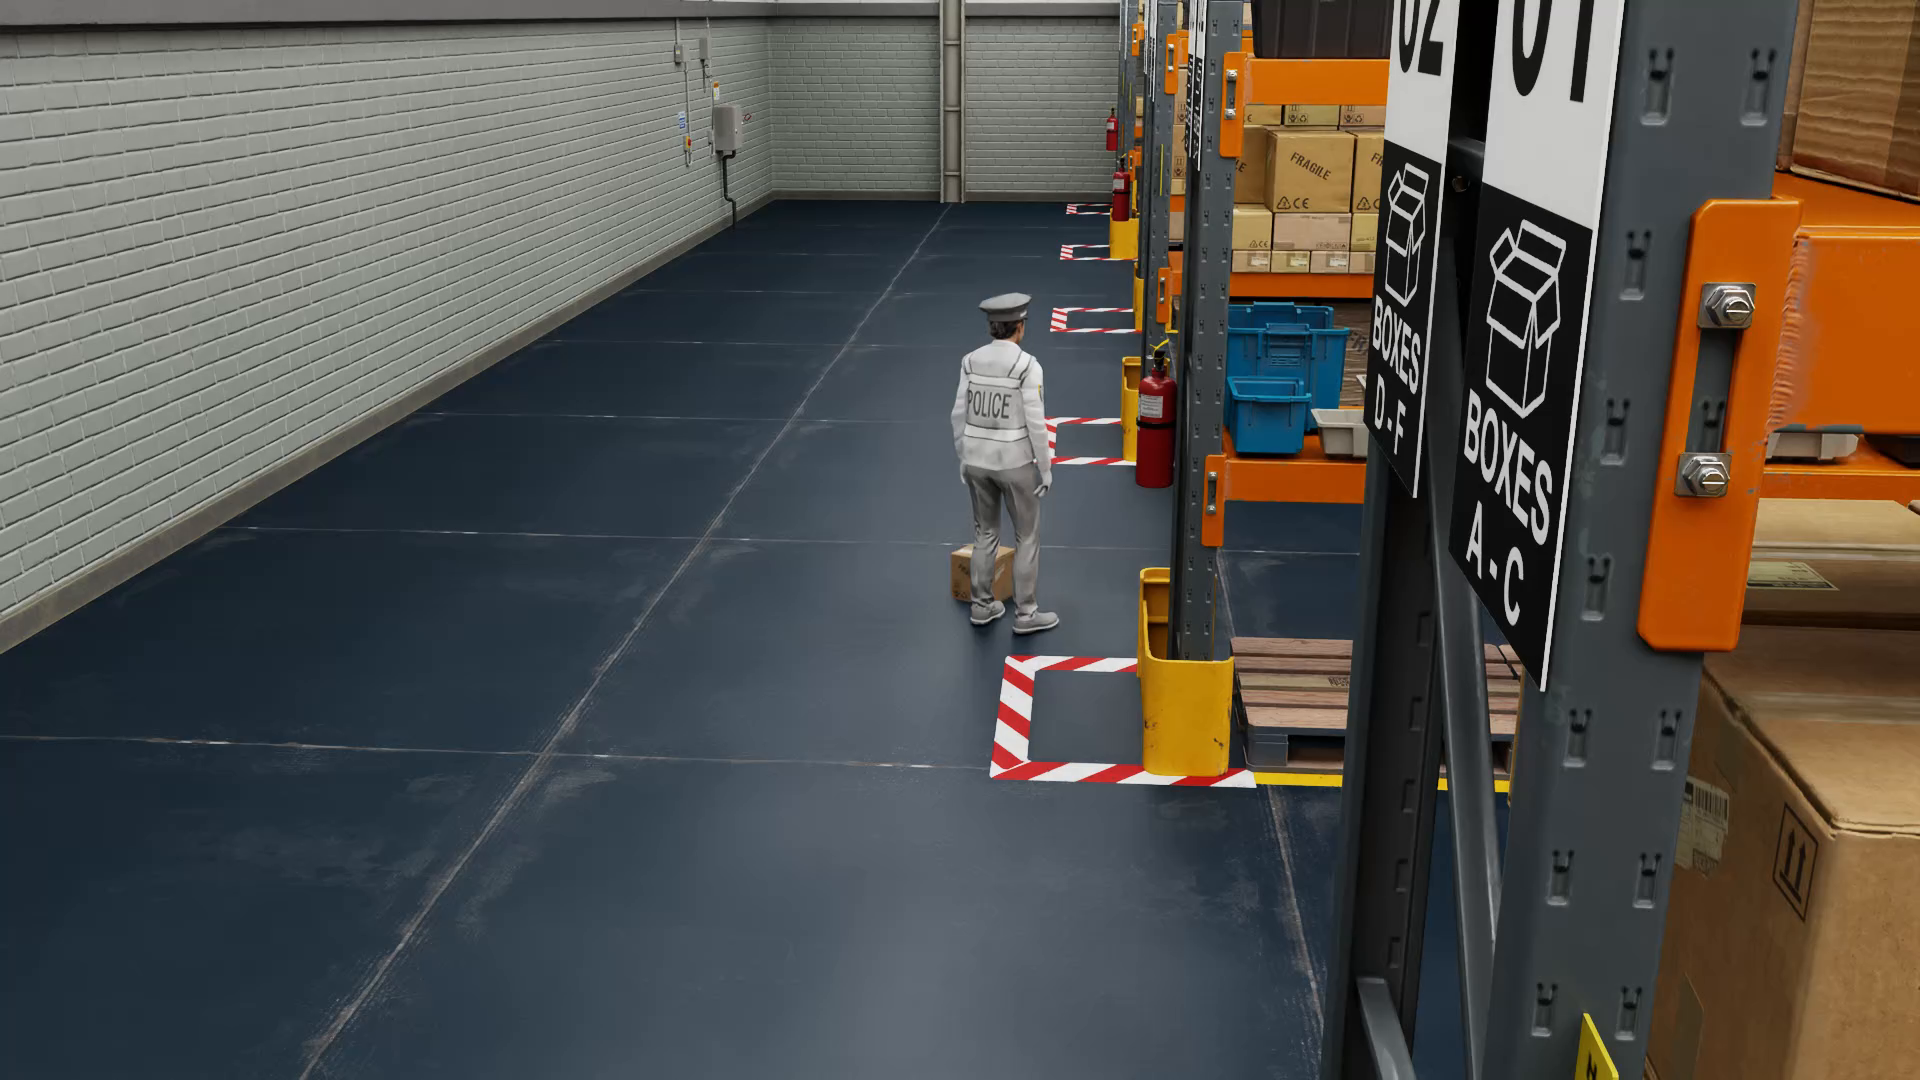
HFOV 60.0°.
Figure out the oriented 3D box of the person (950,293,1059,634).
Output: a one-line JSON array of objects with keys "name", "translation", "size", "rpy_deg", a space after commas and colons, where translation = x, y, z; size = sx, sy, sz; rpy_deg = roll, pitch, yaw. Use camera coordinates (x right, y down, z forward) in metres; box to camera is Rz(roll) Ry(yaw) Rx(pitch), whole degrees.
[{"name": "person", "translation": [0.213, -0.368, 8.204], "size": [0.530, 1.661, 0.375], "rpy_deg": [11, 21, 31]}]
